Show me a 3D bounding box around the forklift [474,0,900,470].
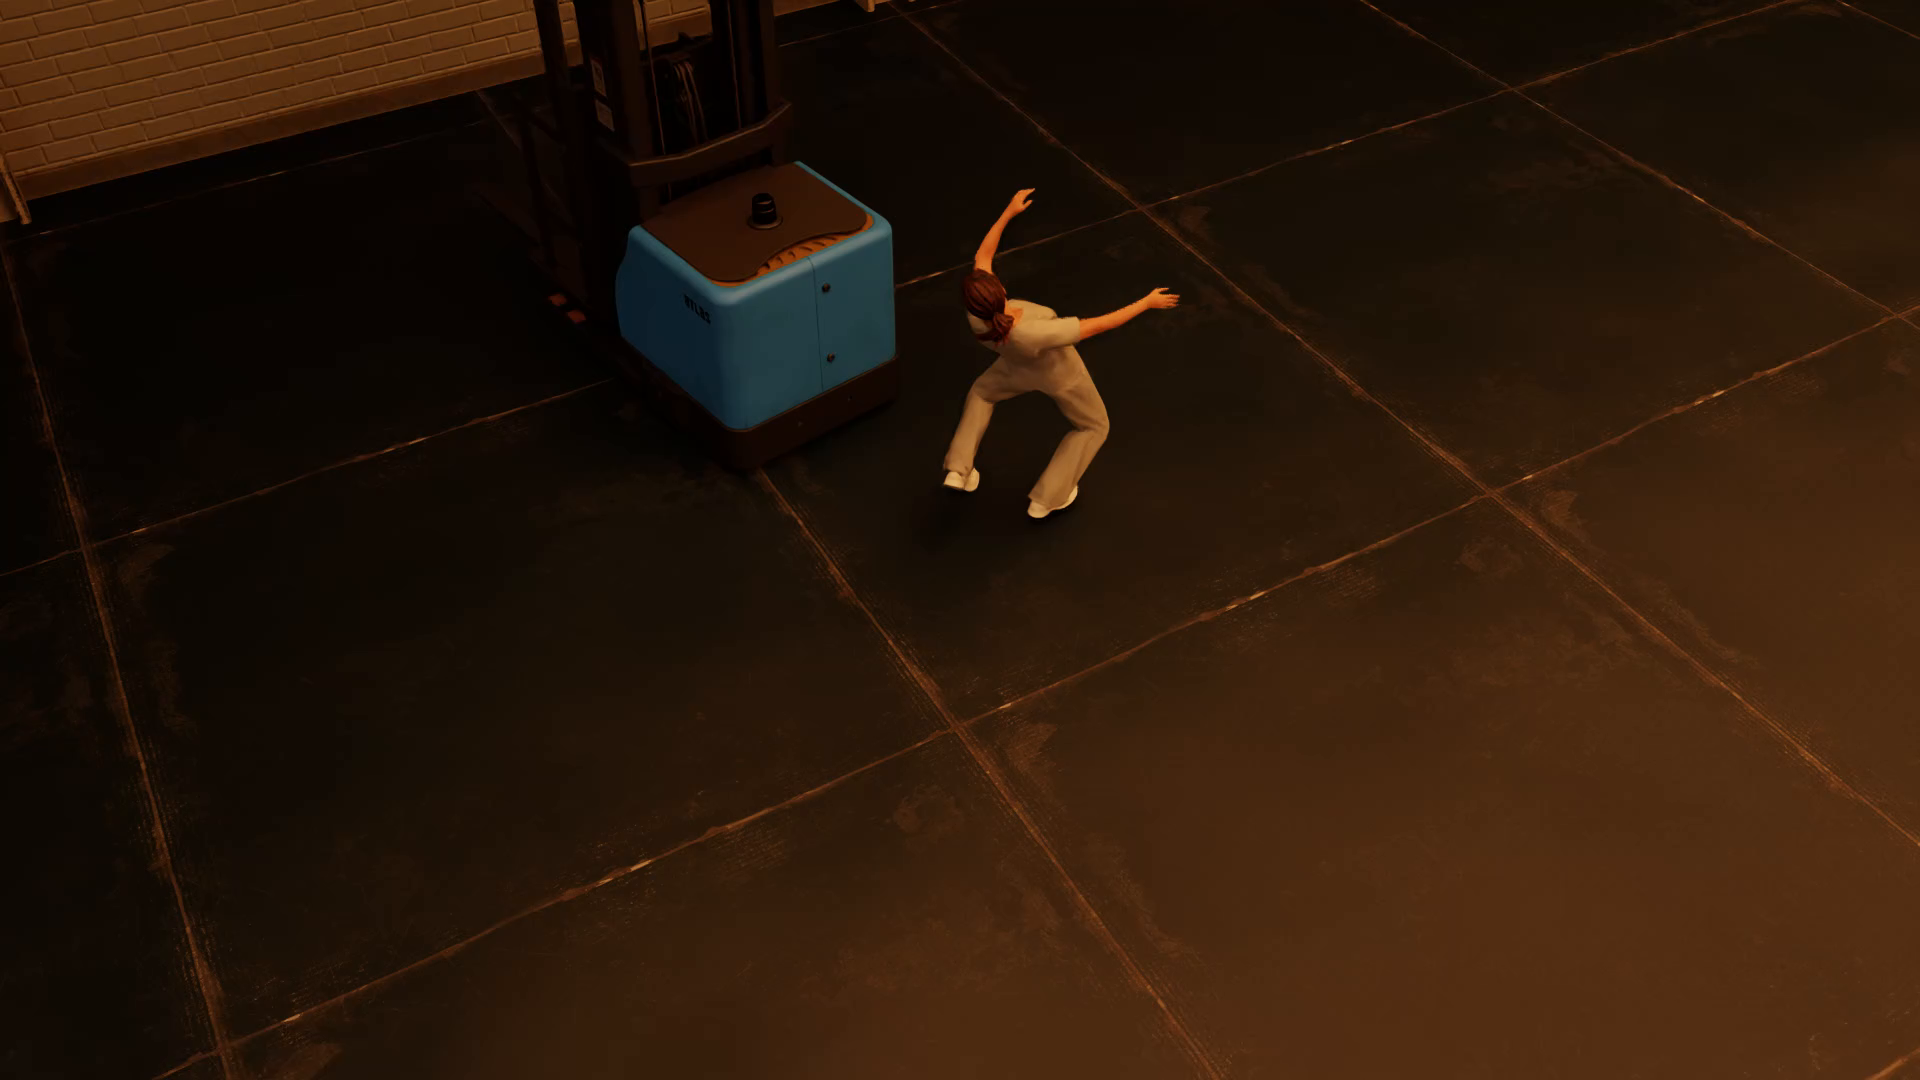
[{"bbox_3d":[-1.636,-2.354,8.236,1.130,2.935,3.031,-30,50,-28],"label":"forklift"}]

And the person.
[{"bbox_3d":[0.422,-0.723,7.495,0.987,1.521,0.662,16,45,16],"label":"person"}]
